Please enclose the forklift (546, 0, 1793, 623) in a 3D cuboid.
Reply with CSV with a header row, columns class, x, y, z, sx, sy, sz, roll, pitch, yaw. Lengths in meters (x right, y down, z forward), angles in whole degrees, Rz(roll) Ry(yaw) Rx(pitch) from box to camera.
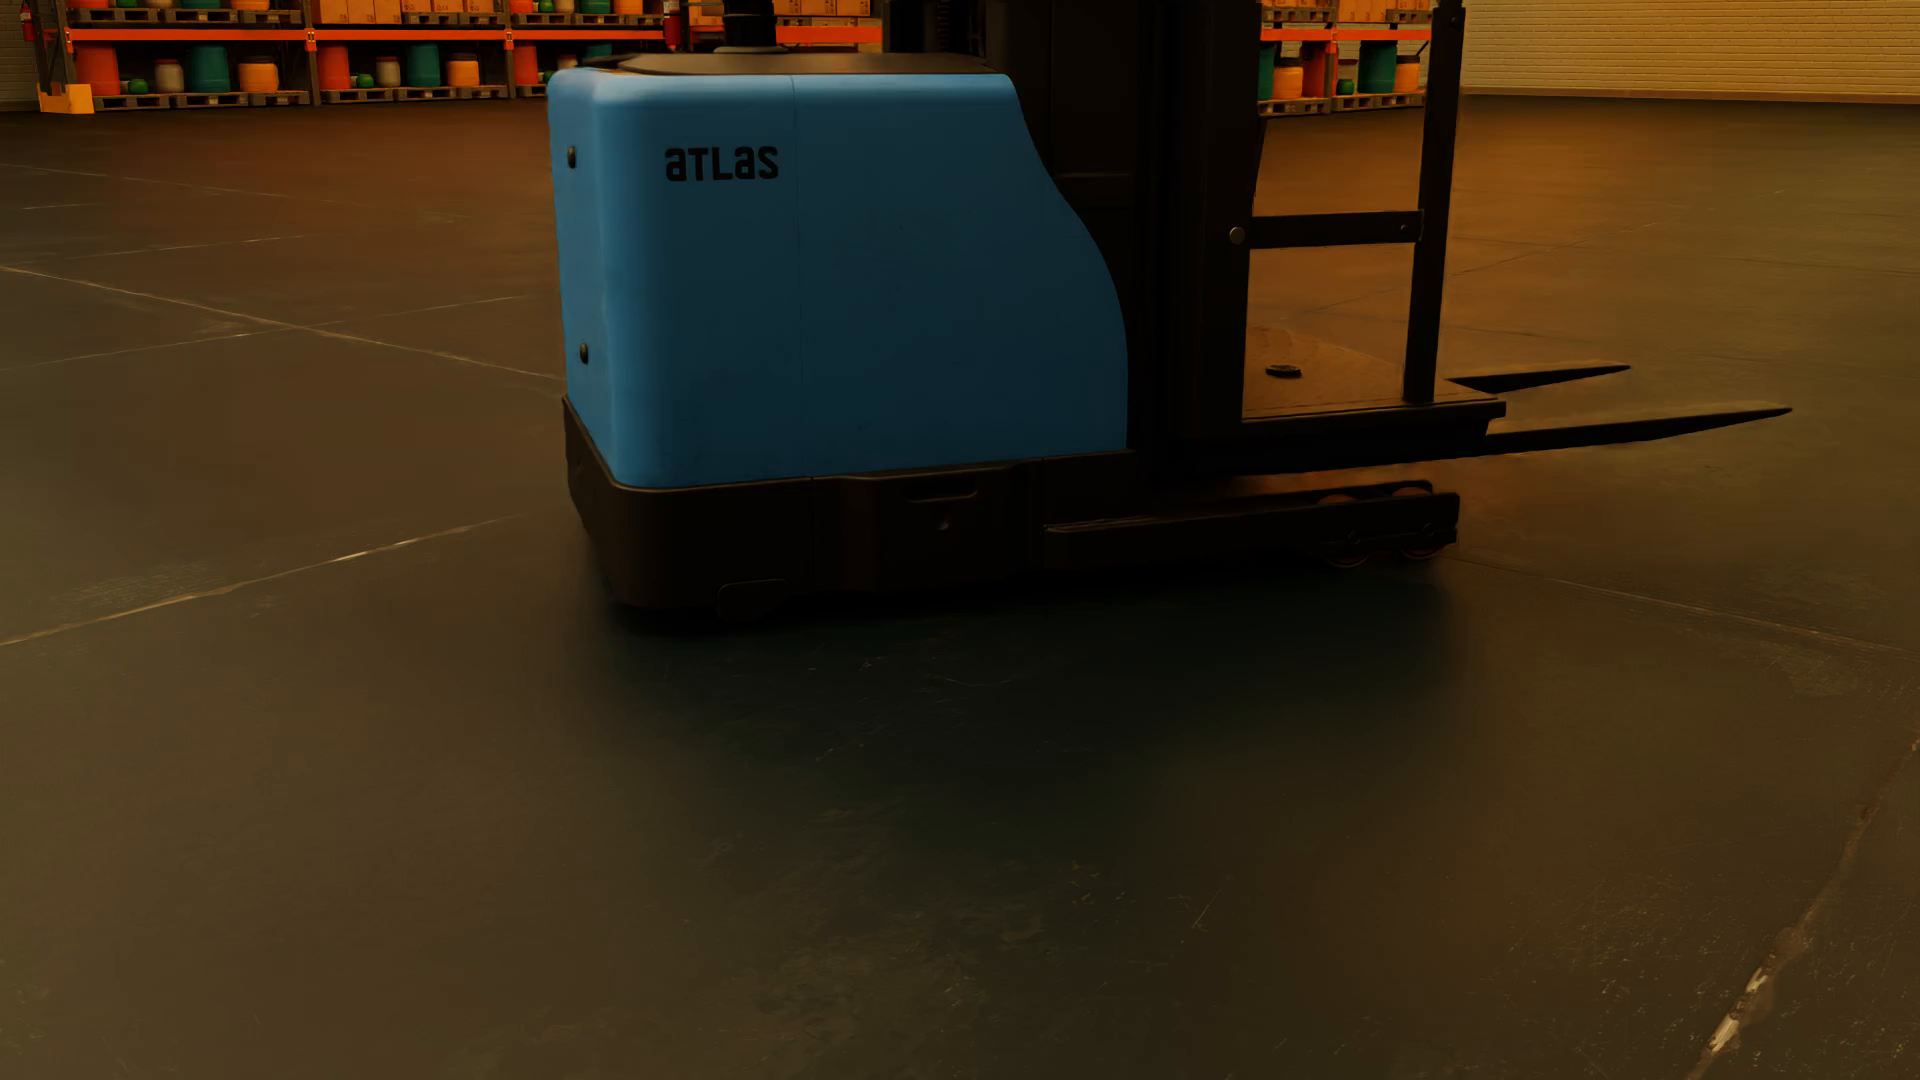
class,x,y,z,sx,sy,sz,roll,pitch,yaw
forklift,0.612,-1.477,3.761,3.031,2.935,1.130,-6,18,-18
